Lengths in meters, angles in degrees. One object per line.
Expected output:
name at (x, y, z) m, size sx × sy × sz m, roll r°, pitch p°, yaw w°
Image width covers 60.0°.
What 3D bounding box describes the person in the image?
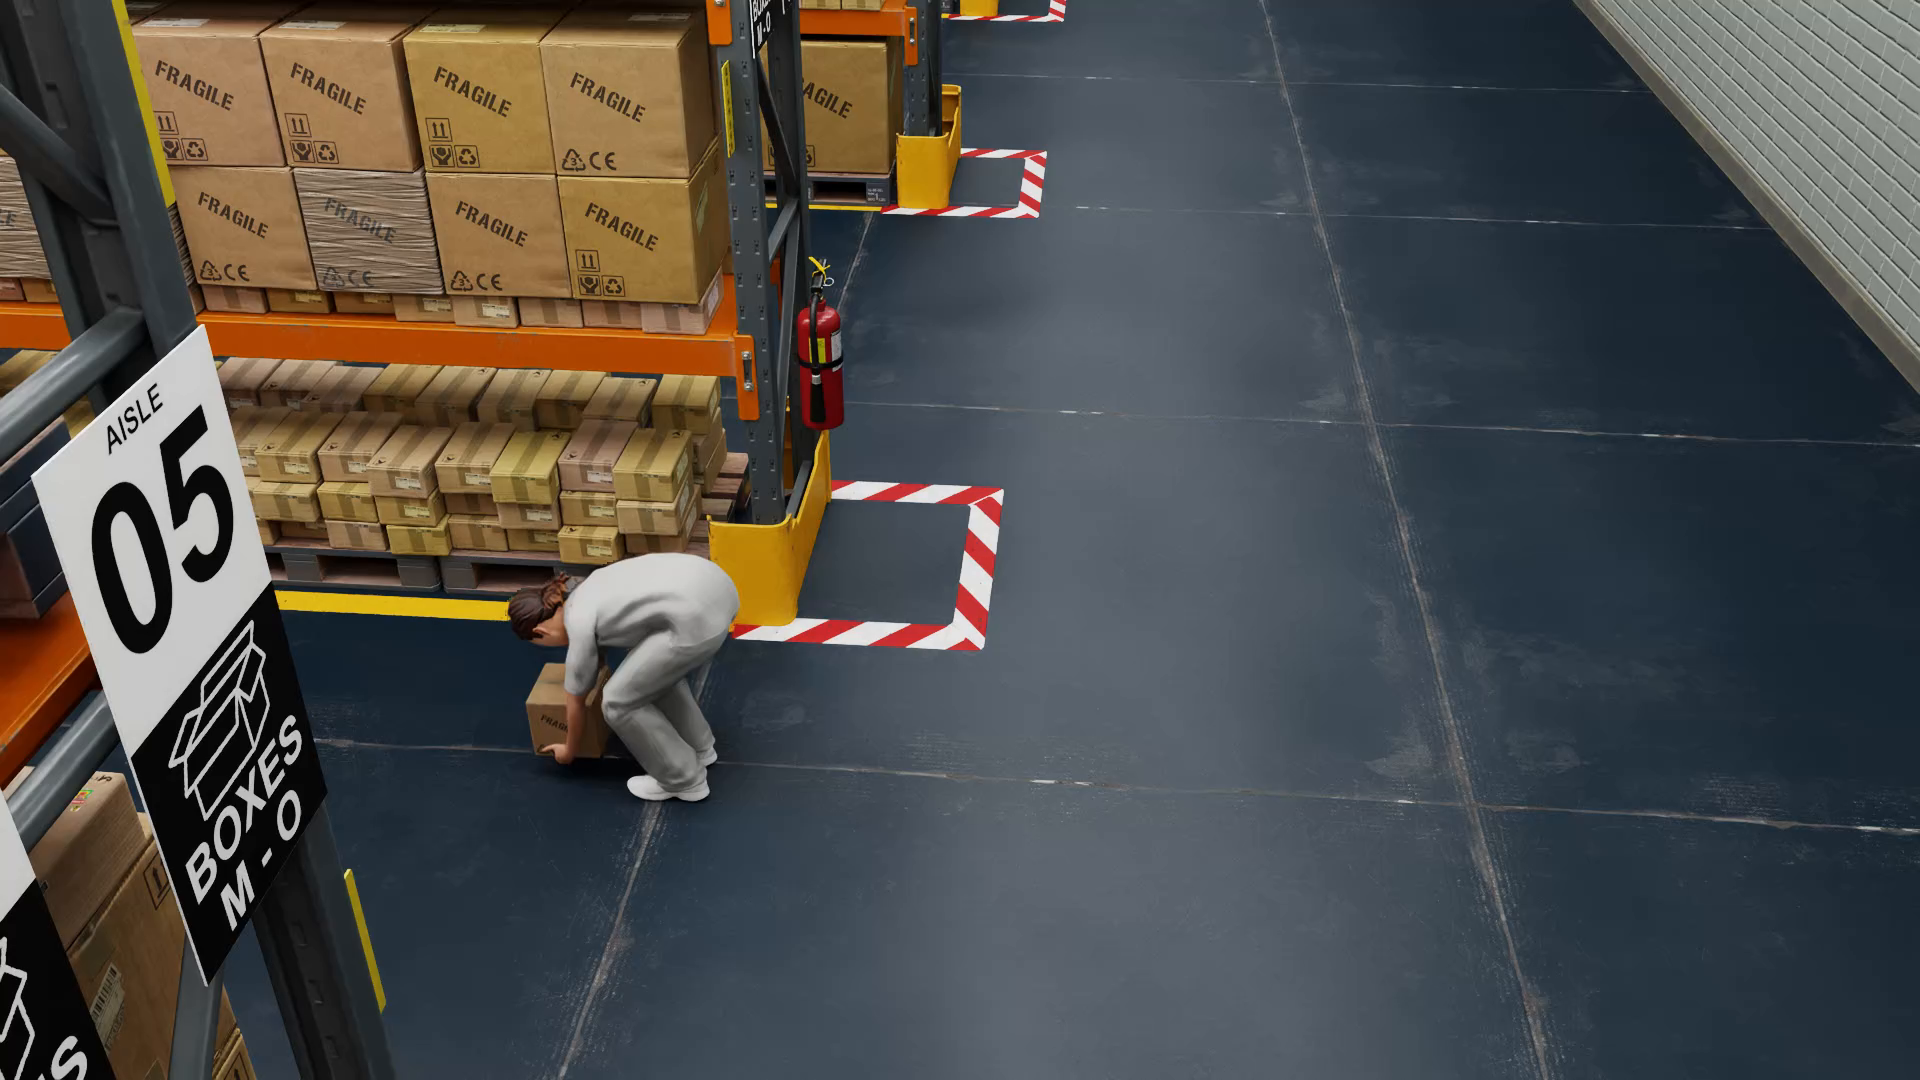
person at (-1.214, 0.475, 6.073) m, size 0.853 × 0.937 × 0.457 m, roll 6°, pitch 33°, yaw 9°
